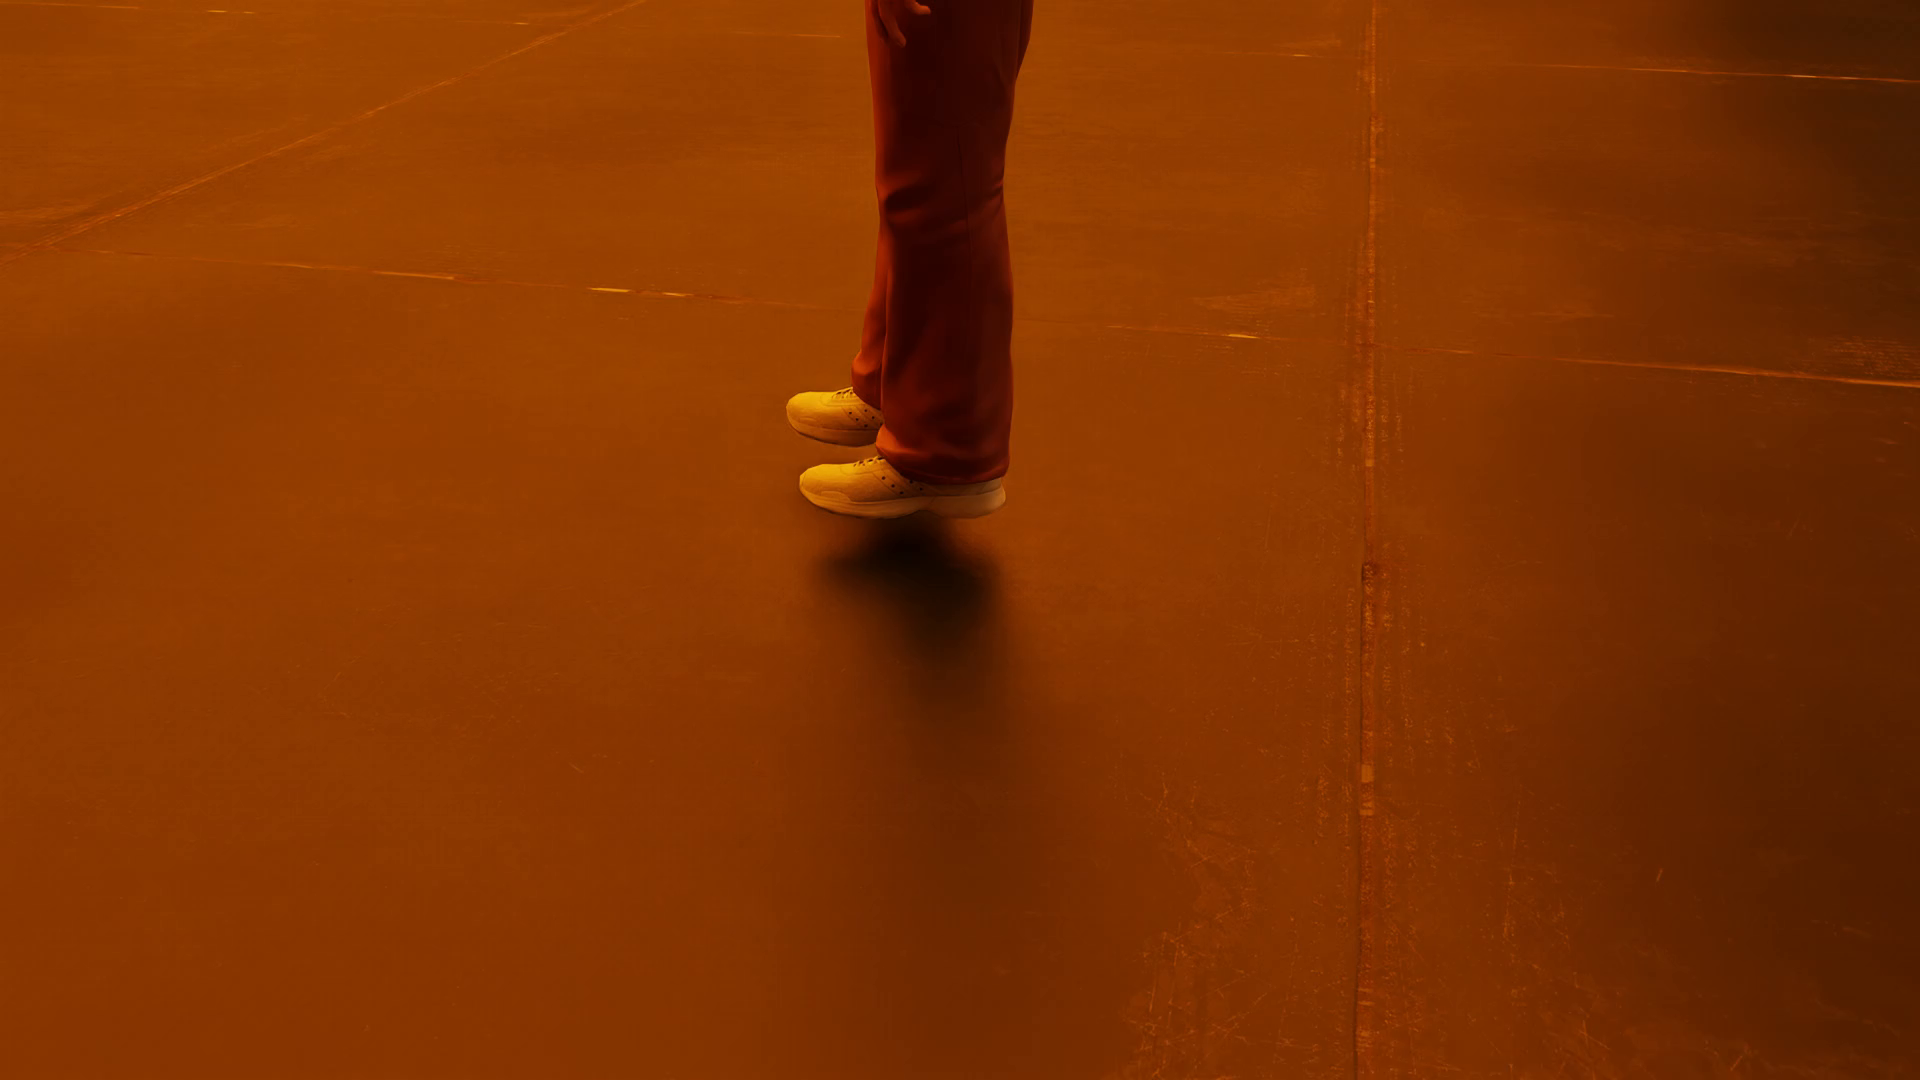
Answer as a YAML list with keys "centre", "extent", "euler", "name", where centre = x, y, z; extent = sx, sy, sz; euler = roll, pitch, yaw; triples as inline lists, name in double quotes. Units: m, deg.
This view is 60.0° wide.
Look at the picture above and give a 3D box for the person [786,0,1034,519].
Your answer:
- centre: [-0.070, -0.803, 2.125]
  extent: [0.547, 1.673, 0.554]
  euler: [6, 27, 11]
  name: "person"
